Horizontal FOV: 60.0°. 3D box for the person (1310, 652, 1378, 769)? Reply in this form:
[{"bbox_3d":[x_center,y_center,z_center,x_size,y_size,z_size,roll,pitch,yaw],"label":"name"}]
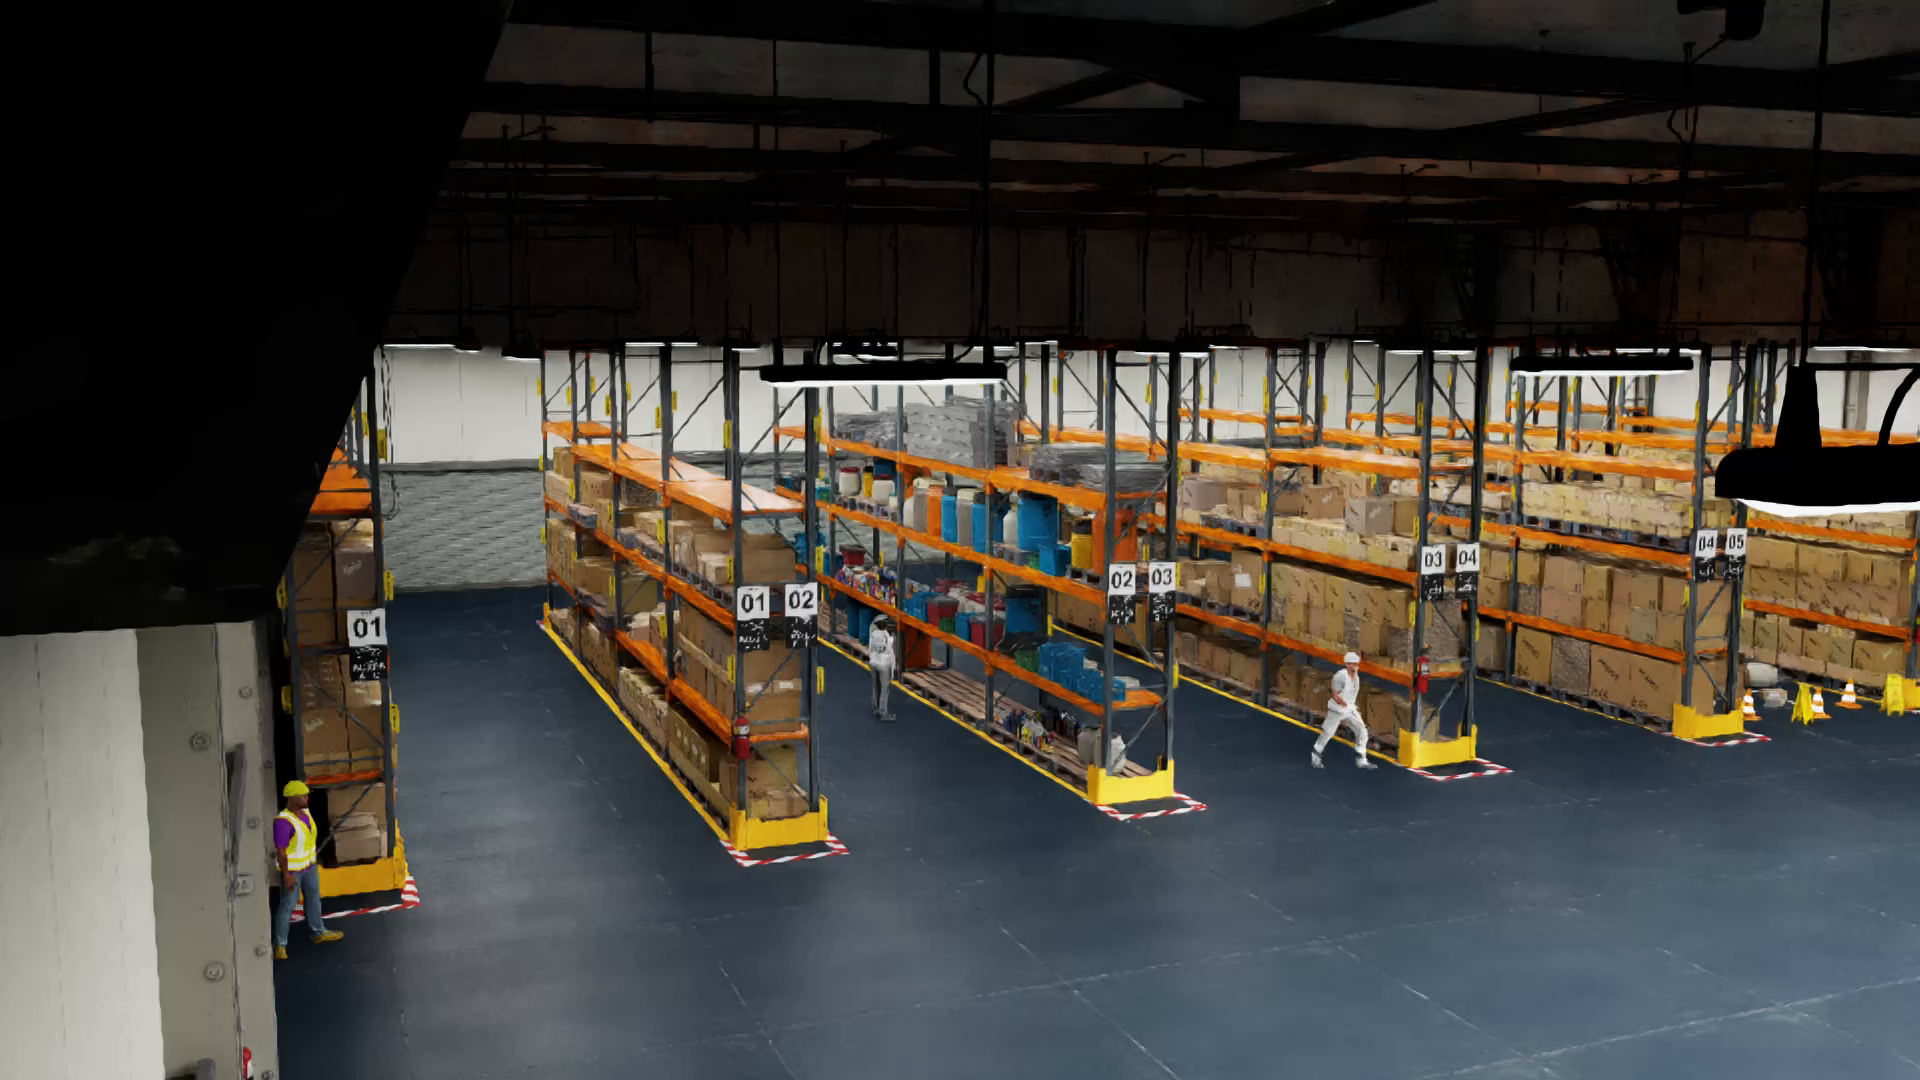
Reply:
[{"bbox_3d":[5.425,2.410,23.581,0.667,1.715,0.844,-6,9,-38],"label":"person"}]

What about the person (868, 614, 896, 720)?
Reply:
[{"bbox_3d":[-1.235,2.027,26.663,0.532,1.677,0.409,6,9,37],"label":"person"}]

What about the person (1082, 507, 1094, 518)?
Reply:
[{"bbox_3d":[3.375,-0.066,42.835,0.619,1.655,0.441,5,9,36],"label":"person"}]

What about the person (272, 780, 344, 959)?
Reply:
[{"bbox_3d":[-6.647,3.274,16.755,0.501,1.761,0.705,1,8,10],"label":"person"}]
